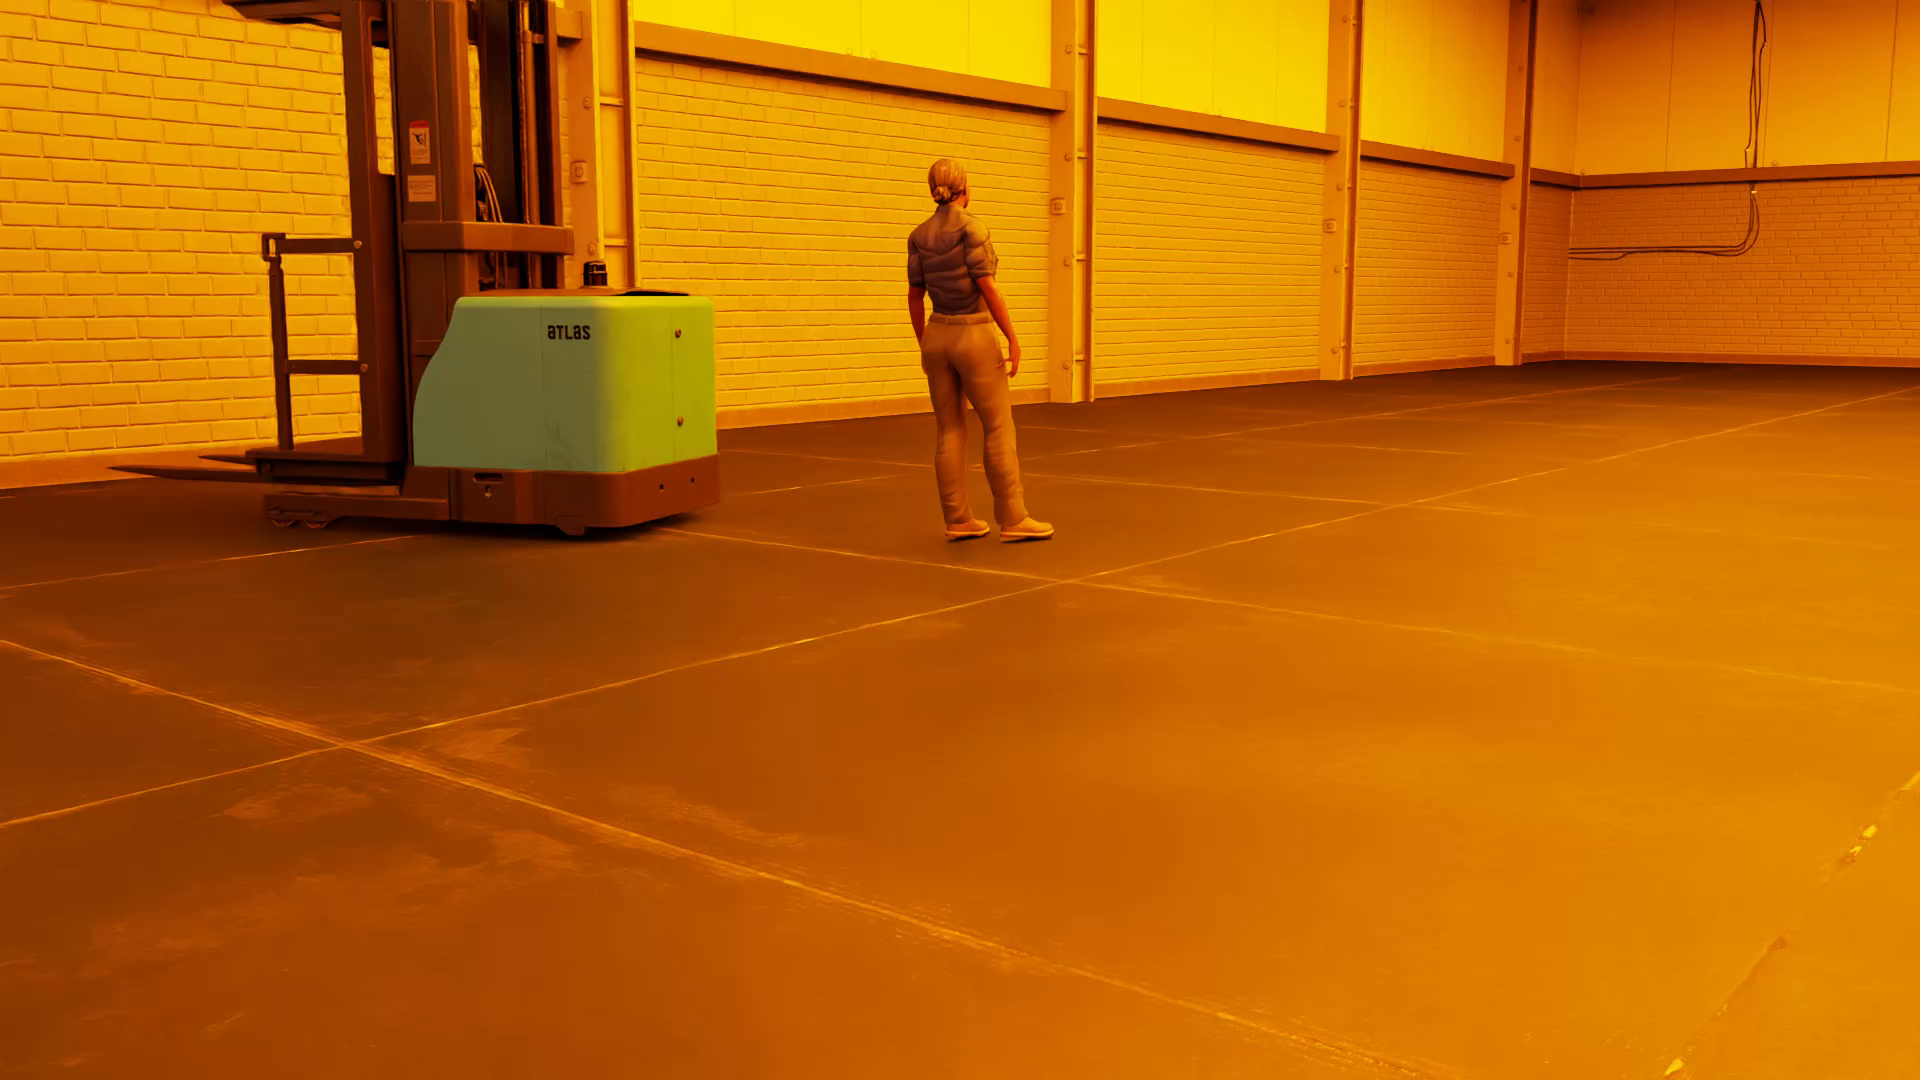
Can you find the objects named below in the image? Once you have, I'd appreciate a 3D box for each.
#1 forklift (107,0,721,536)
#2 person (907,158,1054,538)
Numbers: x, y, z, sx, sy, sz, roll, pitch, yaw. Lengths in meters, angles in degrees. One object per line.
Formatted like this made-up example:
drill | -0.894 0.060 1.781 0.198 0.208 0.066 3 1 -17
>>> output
forklift | -2.749 -1.571 8.015 3.031 2.935 1.130 3 9 18
person | 0.071 -0.834 7.339 0.569 1.656 0.503 7 11 38
